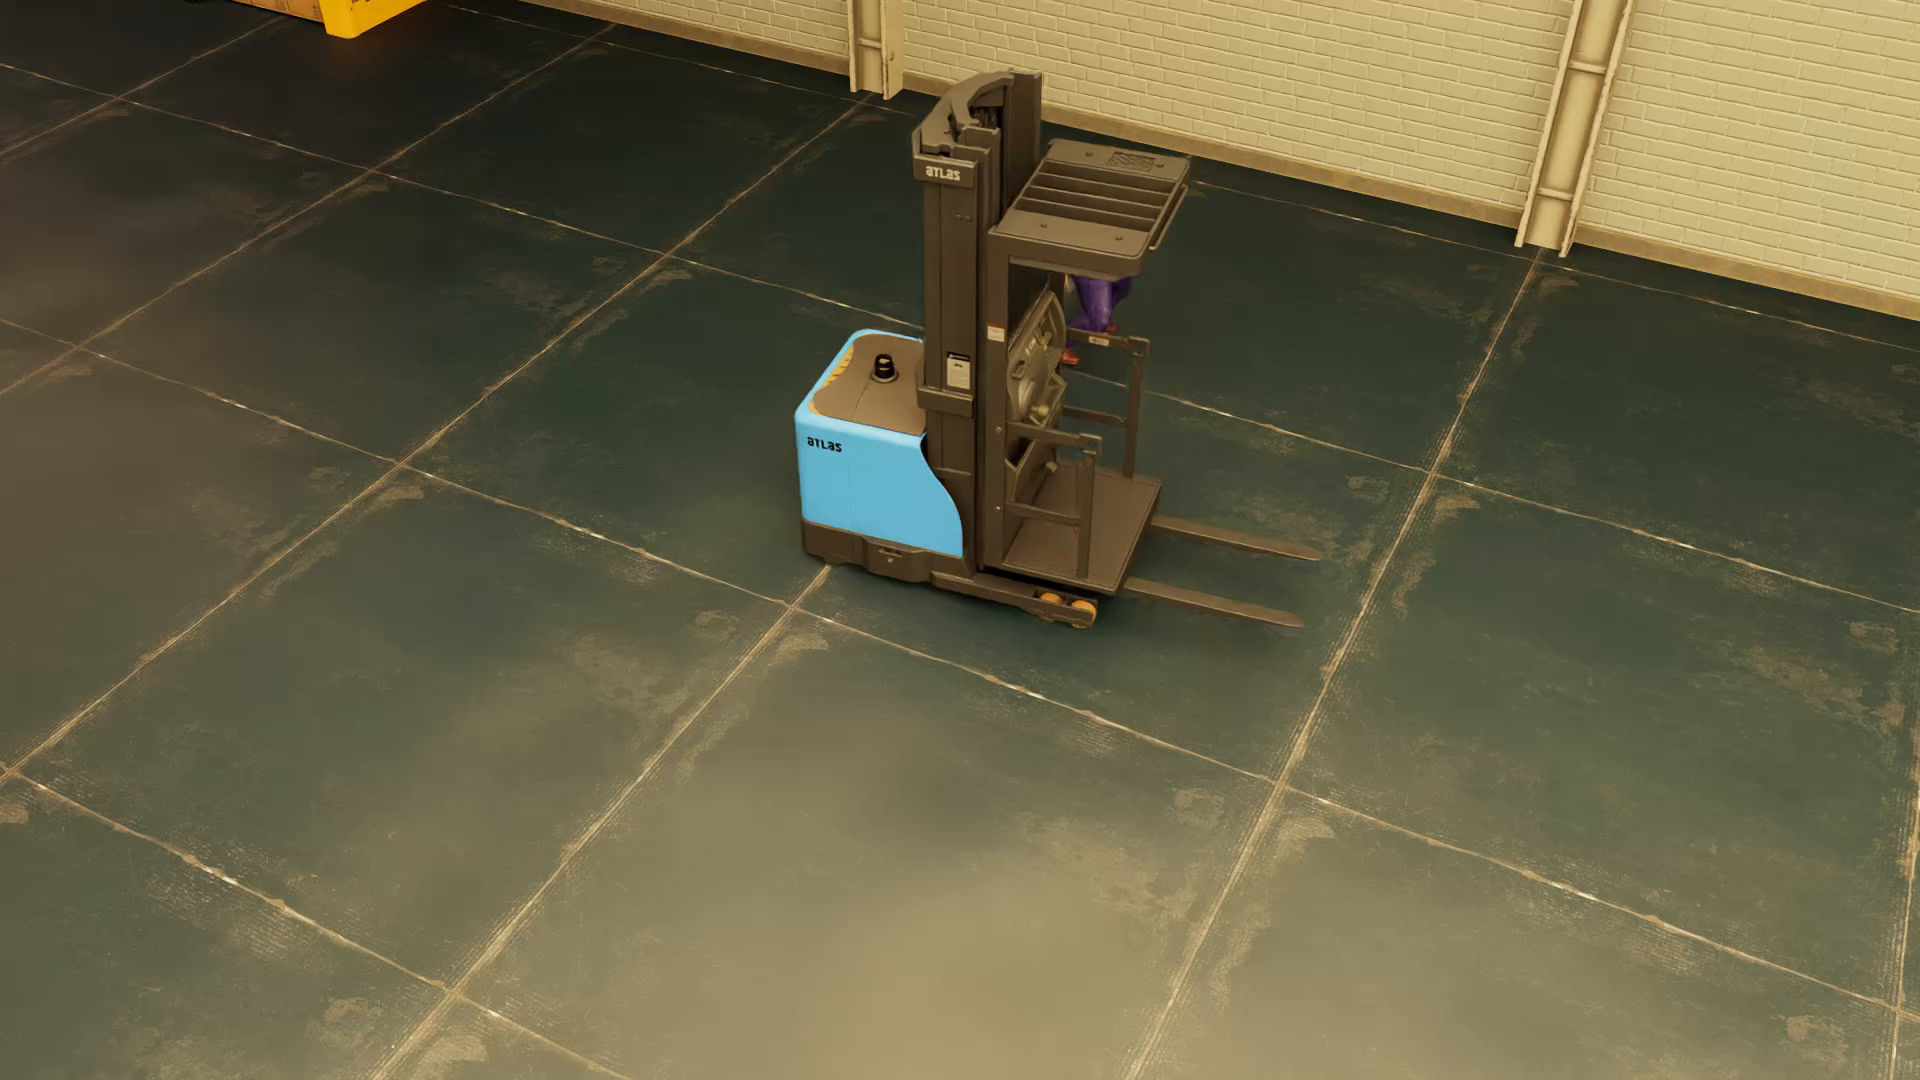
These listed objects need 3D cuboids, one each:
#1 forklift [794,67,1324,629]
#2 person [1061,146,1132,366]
[{"bbox_3d":[0.609,-0.993,9.165,3.031,2.935,1.130,13,42,15],"label":"forklift"},{"bbox_3d":[0.917,-1.927,11.347,0.484,1.570,0.830,21,44,23],"label":"person"}]
